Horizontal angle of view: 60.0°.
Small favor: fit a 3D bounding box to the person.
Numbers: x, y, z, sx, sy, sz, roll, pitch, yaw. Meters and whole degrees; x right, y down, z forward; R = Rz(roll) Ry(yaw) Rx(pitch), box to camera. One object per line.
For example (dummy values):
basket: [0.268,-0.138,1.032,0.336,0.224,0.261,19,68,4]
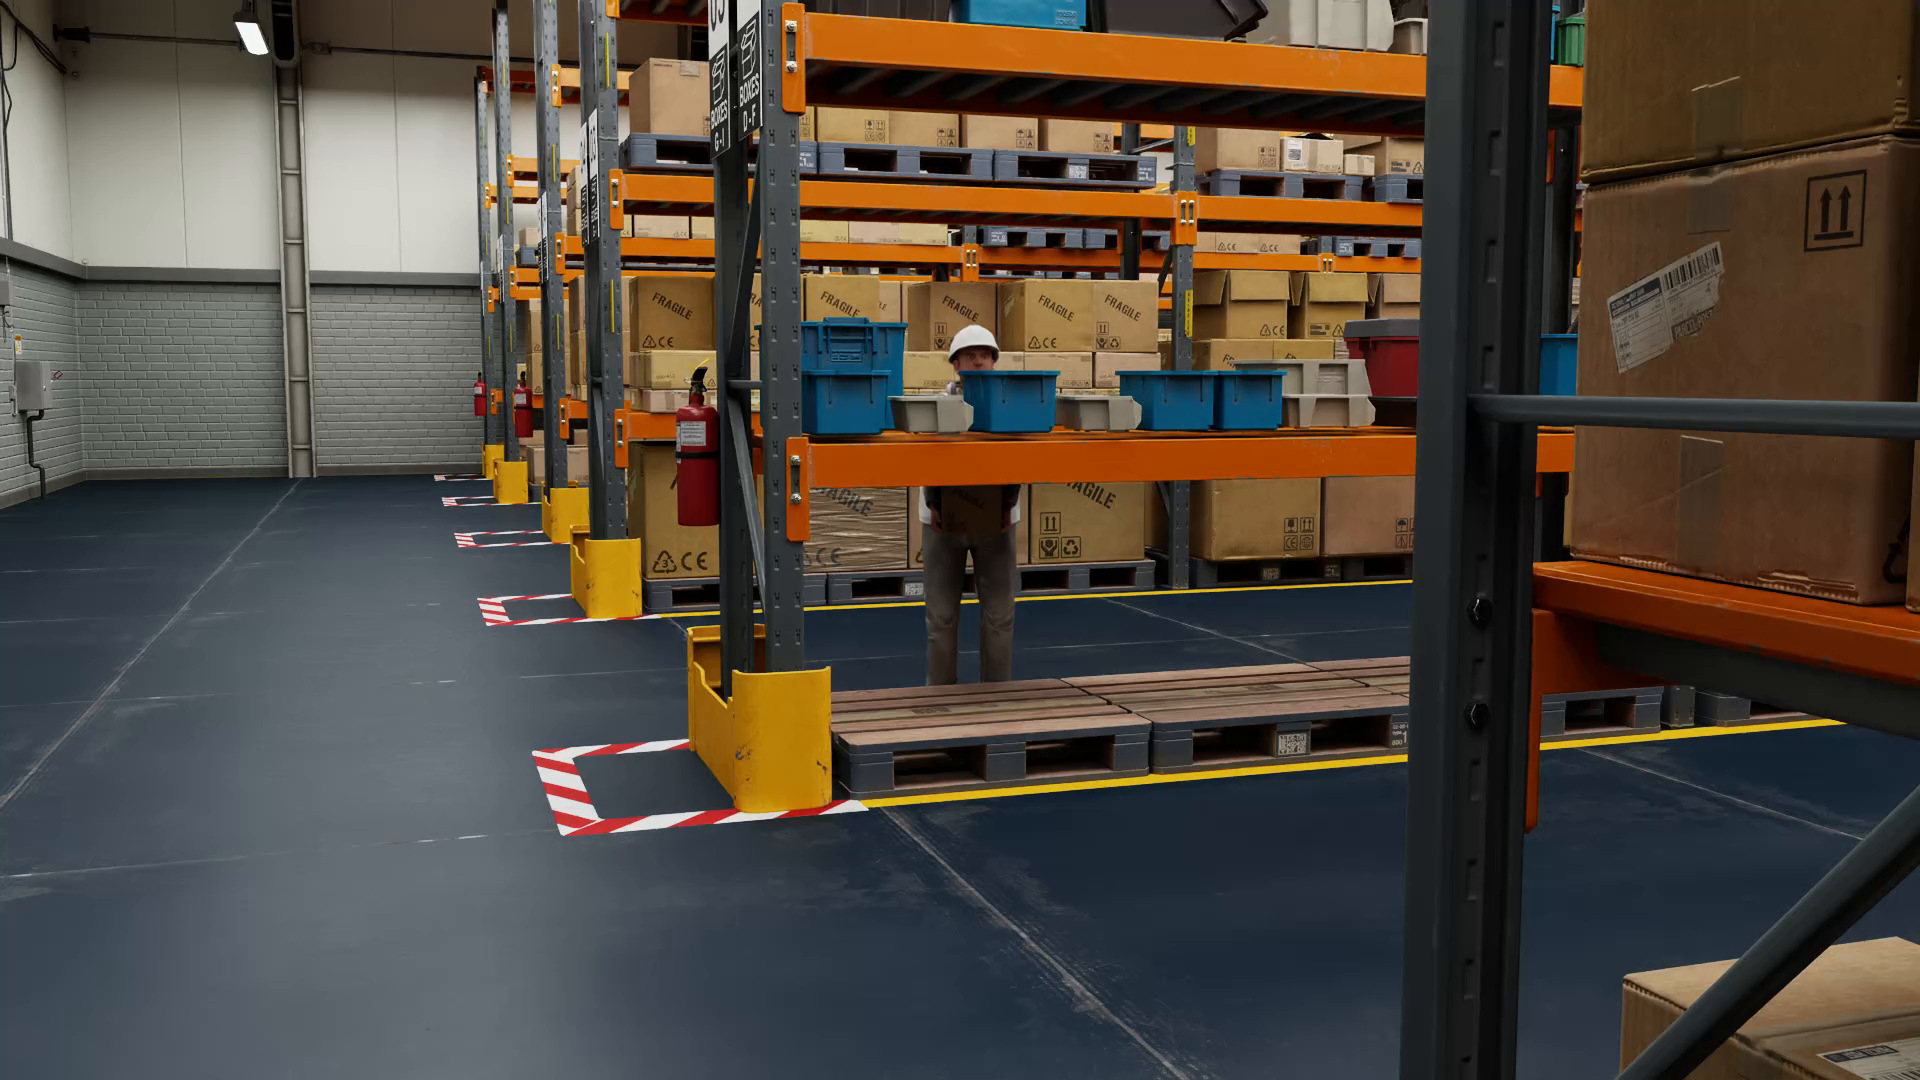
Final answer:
person: [0.060,-0.049,7.228,0.494,1.762,0.563,0,6,-1]
